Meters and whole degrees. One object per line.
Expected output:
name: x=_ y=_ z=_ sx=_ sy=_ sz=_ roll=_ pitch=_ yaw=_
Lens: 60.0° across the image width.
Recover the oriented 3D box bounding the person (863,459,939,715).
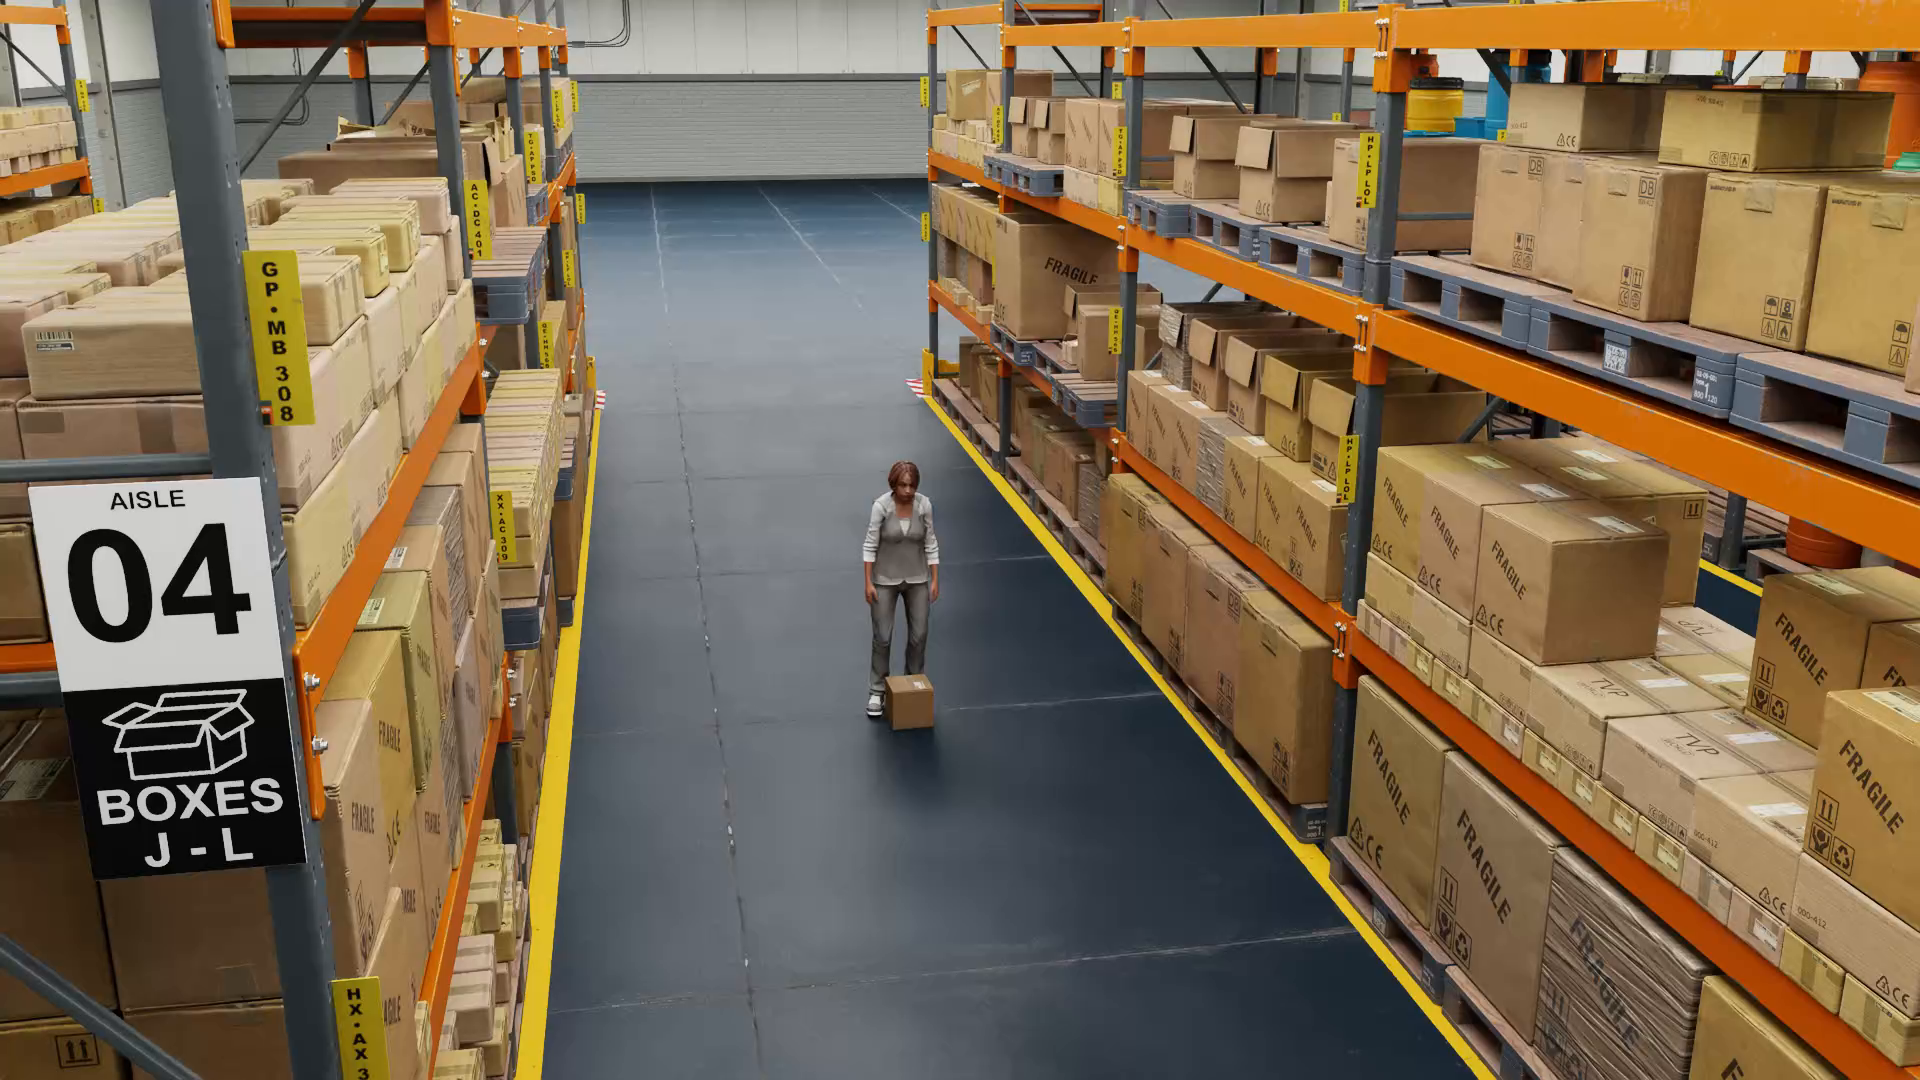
person: x=-0.359 y=0.276 z=10.135 sx=0.476 sy=1.592 sz=0.348 roll=-4 pitch=17 yaw=-12
